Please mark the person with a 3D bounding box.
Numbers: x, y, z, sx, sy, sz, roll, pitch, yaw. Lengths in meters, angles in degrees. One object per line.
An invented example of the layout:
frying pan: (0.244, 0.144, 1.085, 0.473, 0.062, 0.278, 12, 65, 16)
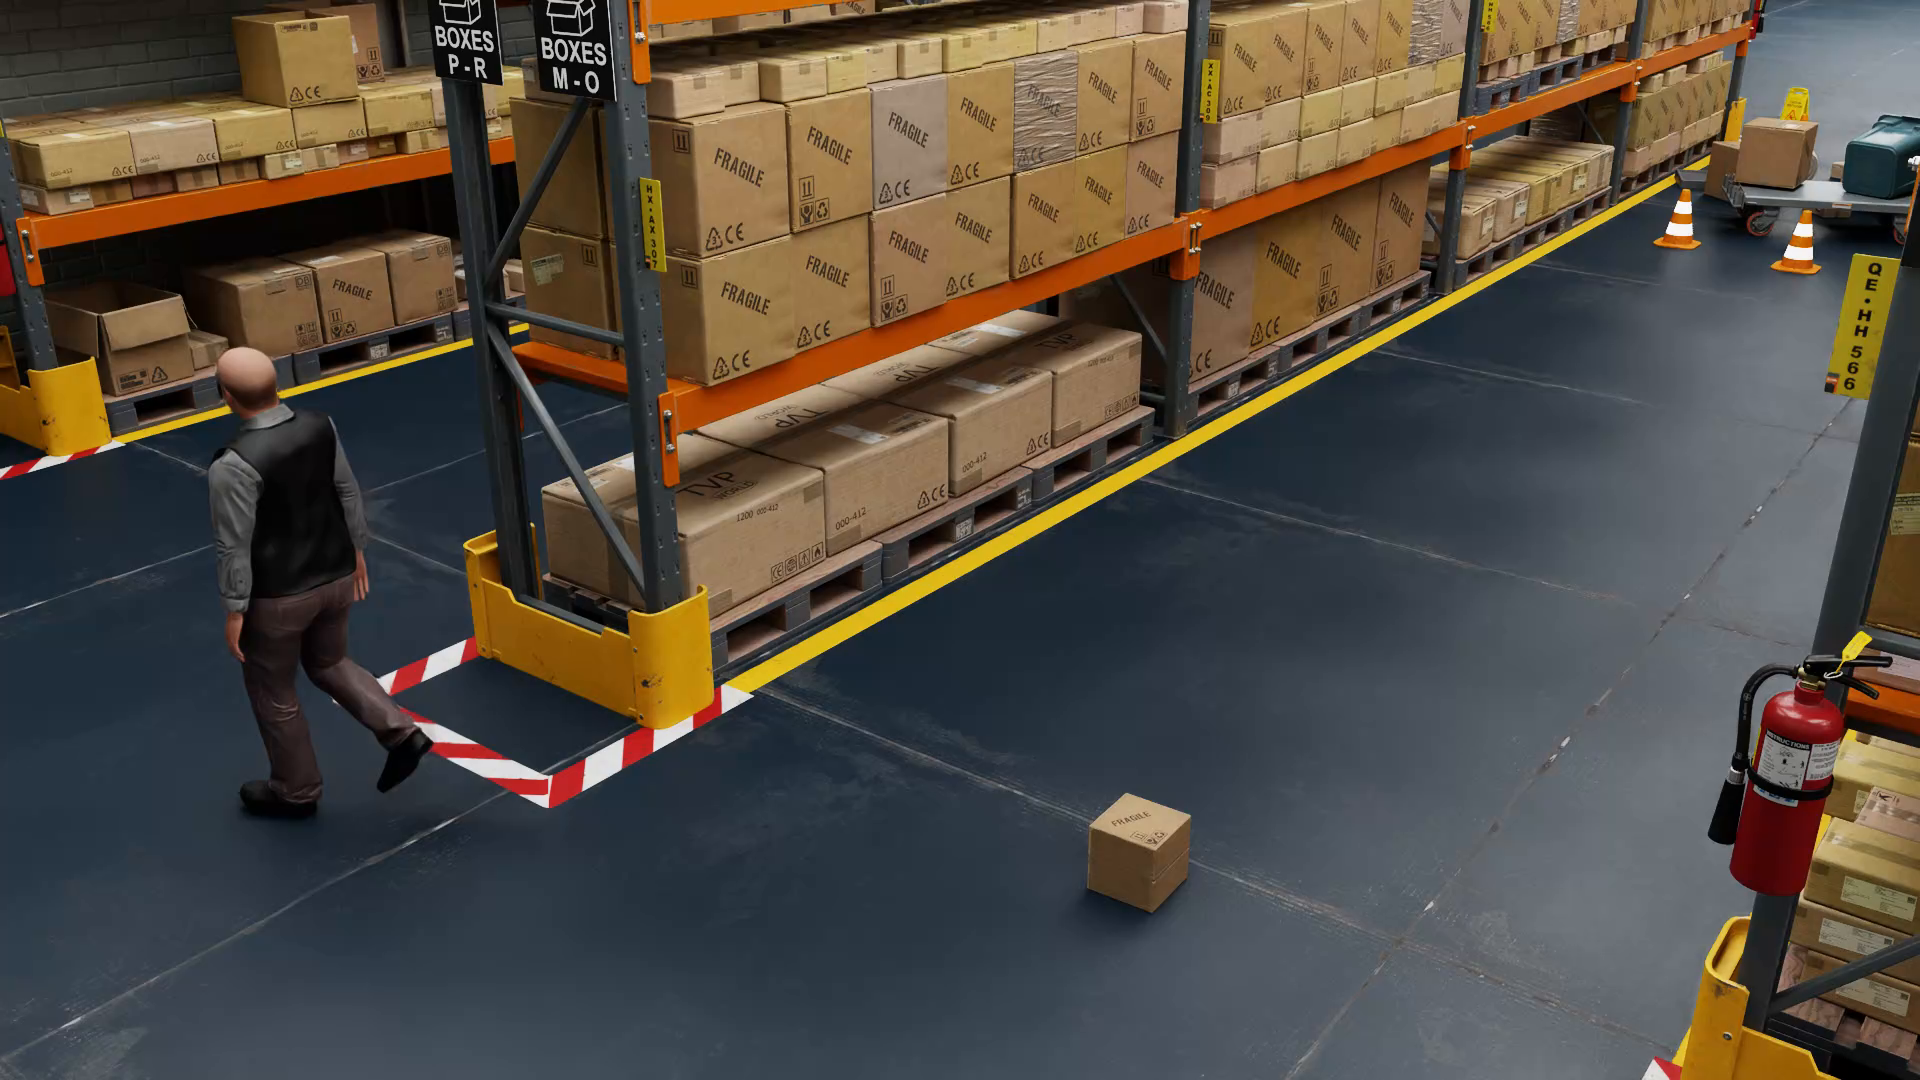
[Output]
person: (-2.239, 0.171, 5.710, 0.688, 1.714, 0.585, 10, 25, 22)
